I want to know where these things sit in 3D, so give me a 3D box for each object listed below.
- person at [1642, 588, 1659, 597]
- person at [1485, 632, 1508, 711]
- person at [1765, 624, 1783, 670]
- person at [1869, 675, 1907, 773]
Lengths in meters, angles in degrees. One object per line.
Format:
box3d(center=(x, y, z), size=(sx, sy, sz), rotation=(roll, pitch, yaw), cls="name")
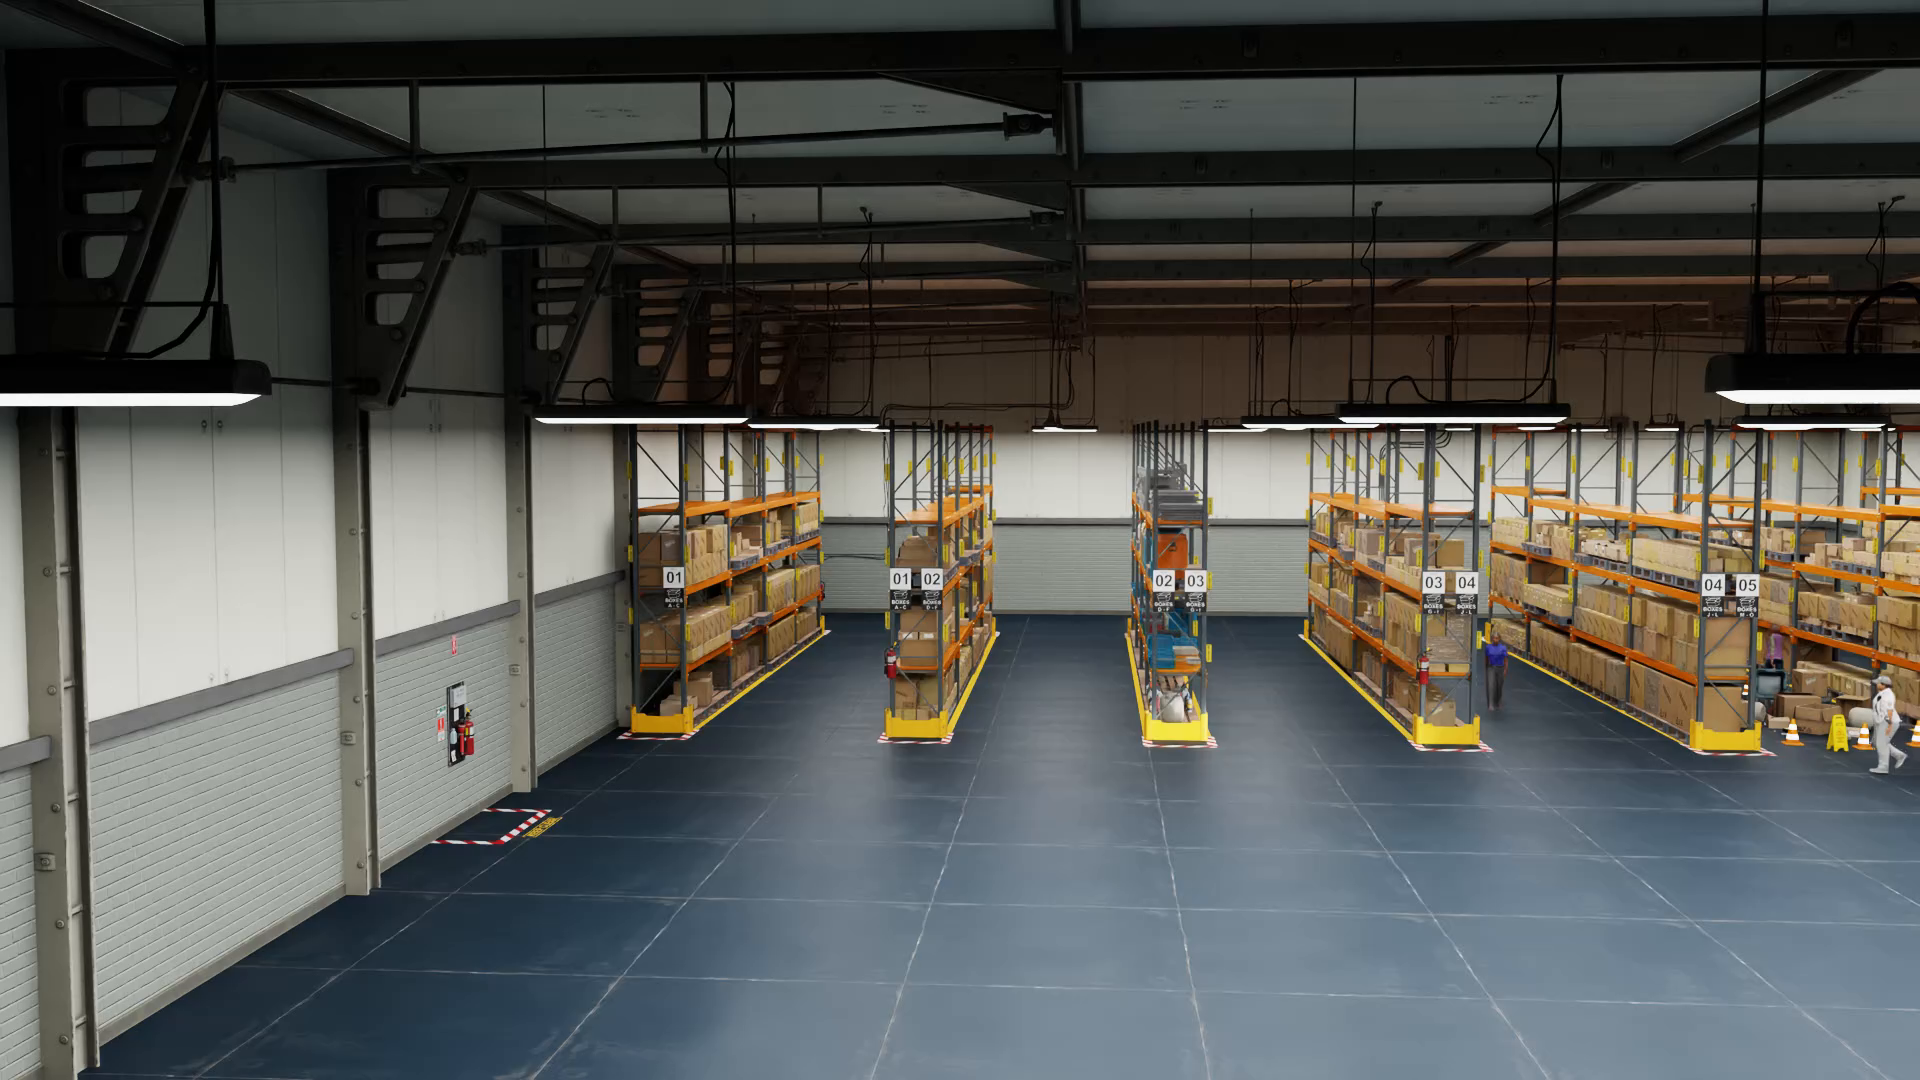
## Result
box3d(center=(19.820, 1.829, 47.720), size=(1.027, 1.749, 0.572), rotation=(0, 4, -7), cls="person")
box3d(center=(11.104, 2.719, 34.415), size=(0.462, 1.606, 0.948), rotation=(1, 4, 19), cls="person")
box3d(center=(17.843, 2.647, 36.365), size=(0.409, 1.626, 0.622), rotation=(0, 4, -5), cls="person")
box3d(center=(15.715, 3.106, 28.098), size=(0.621, 1.642, 0.489), rotation=(1, 4, 14), cls="person")
